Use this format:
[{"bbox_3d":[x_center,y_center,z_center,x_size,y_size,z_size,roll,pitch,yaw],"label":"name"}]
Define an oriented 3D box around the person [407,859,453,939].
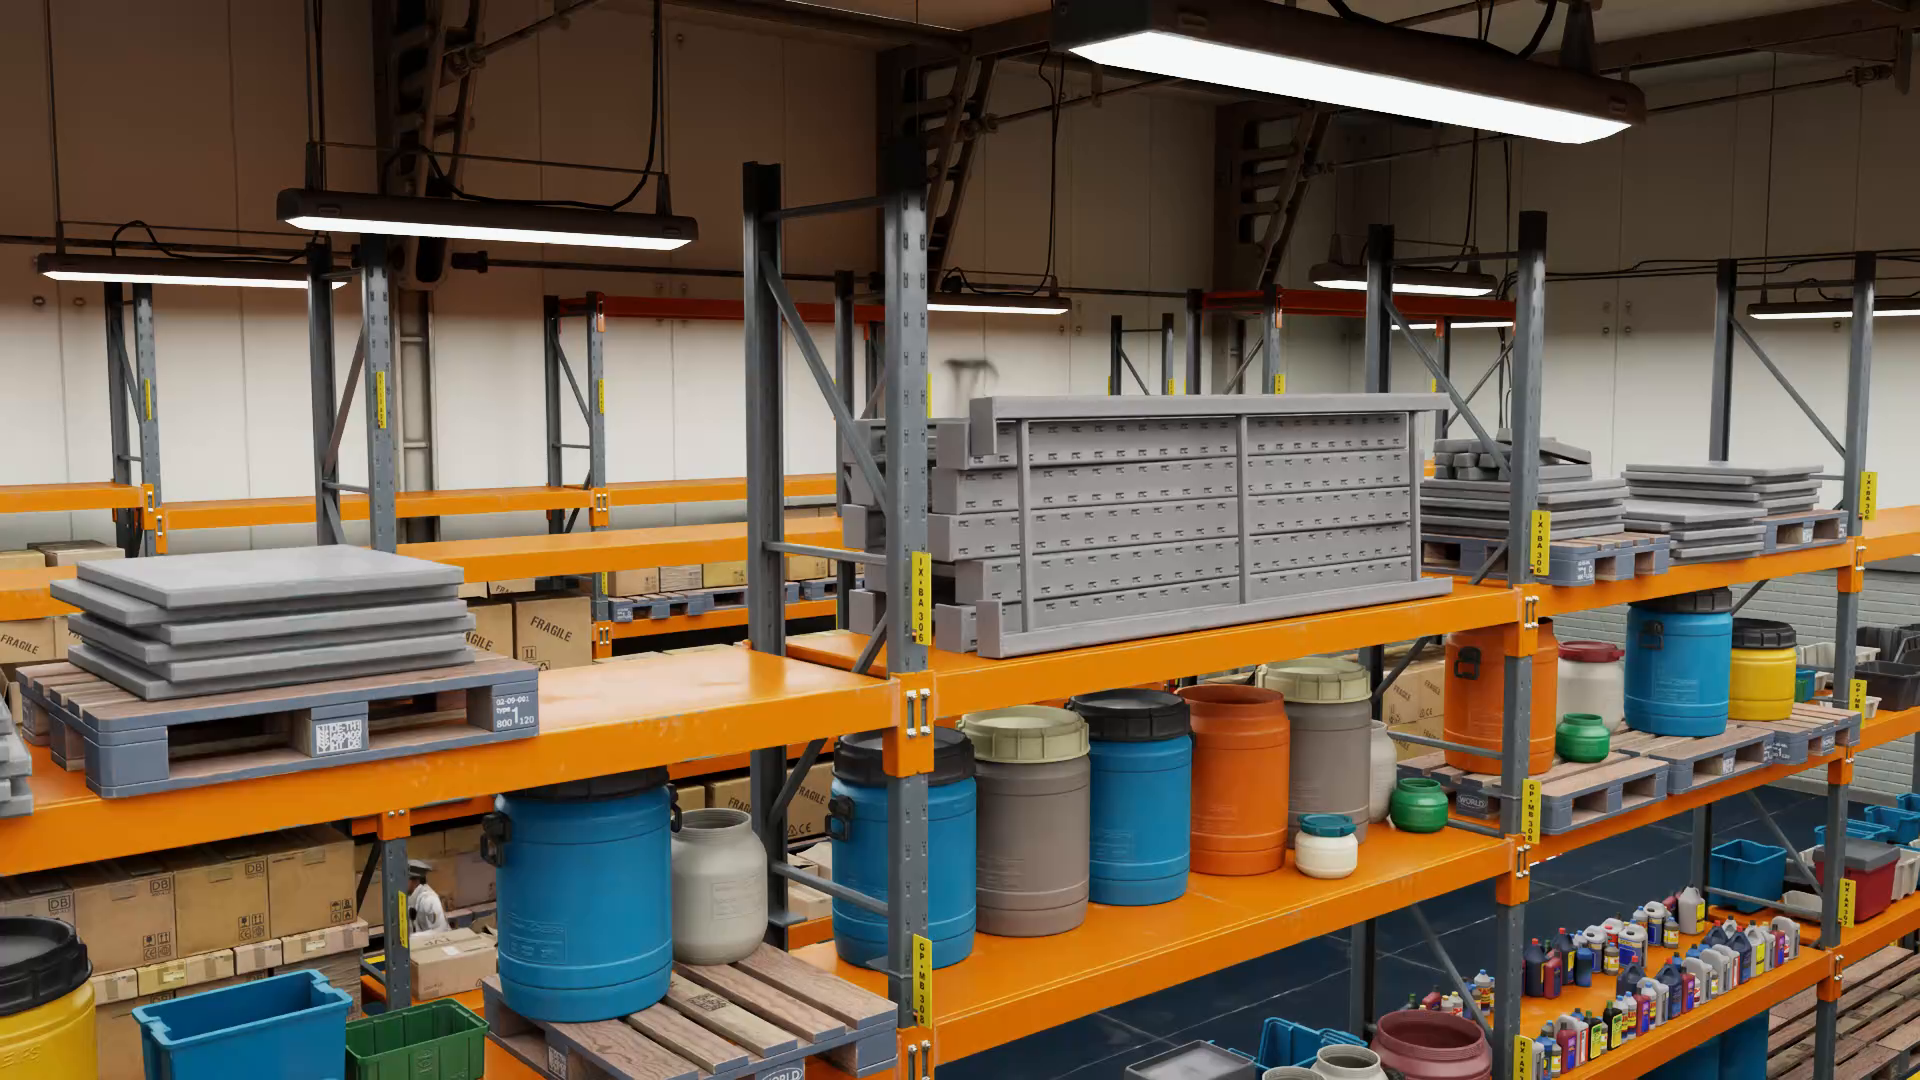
[{"bbox_3d":[-4.054,3.159,12.587,0.602,1.611,0.683,5,7,39],"label":"person"}]
